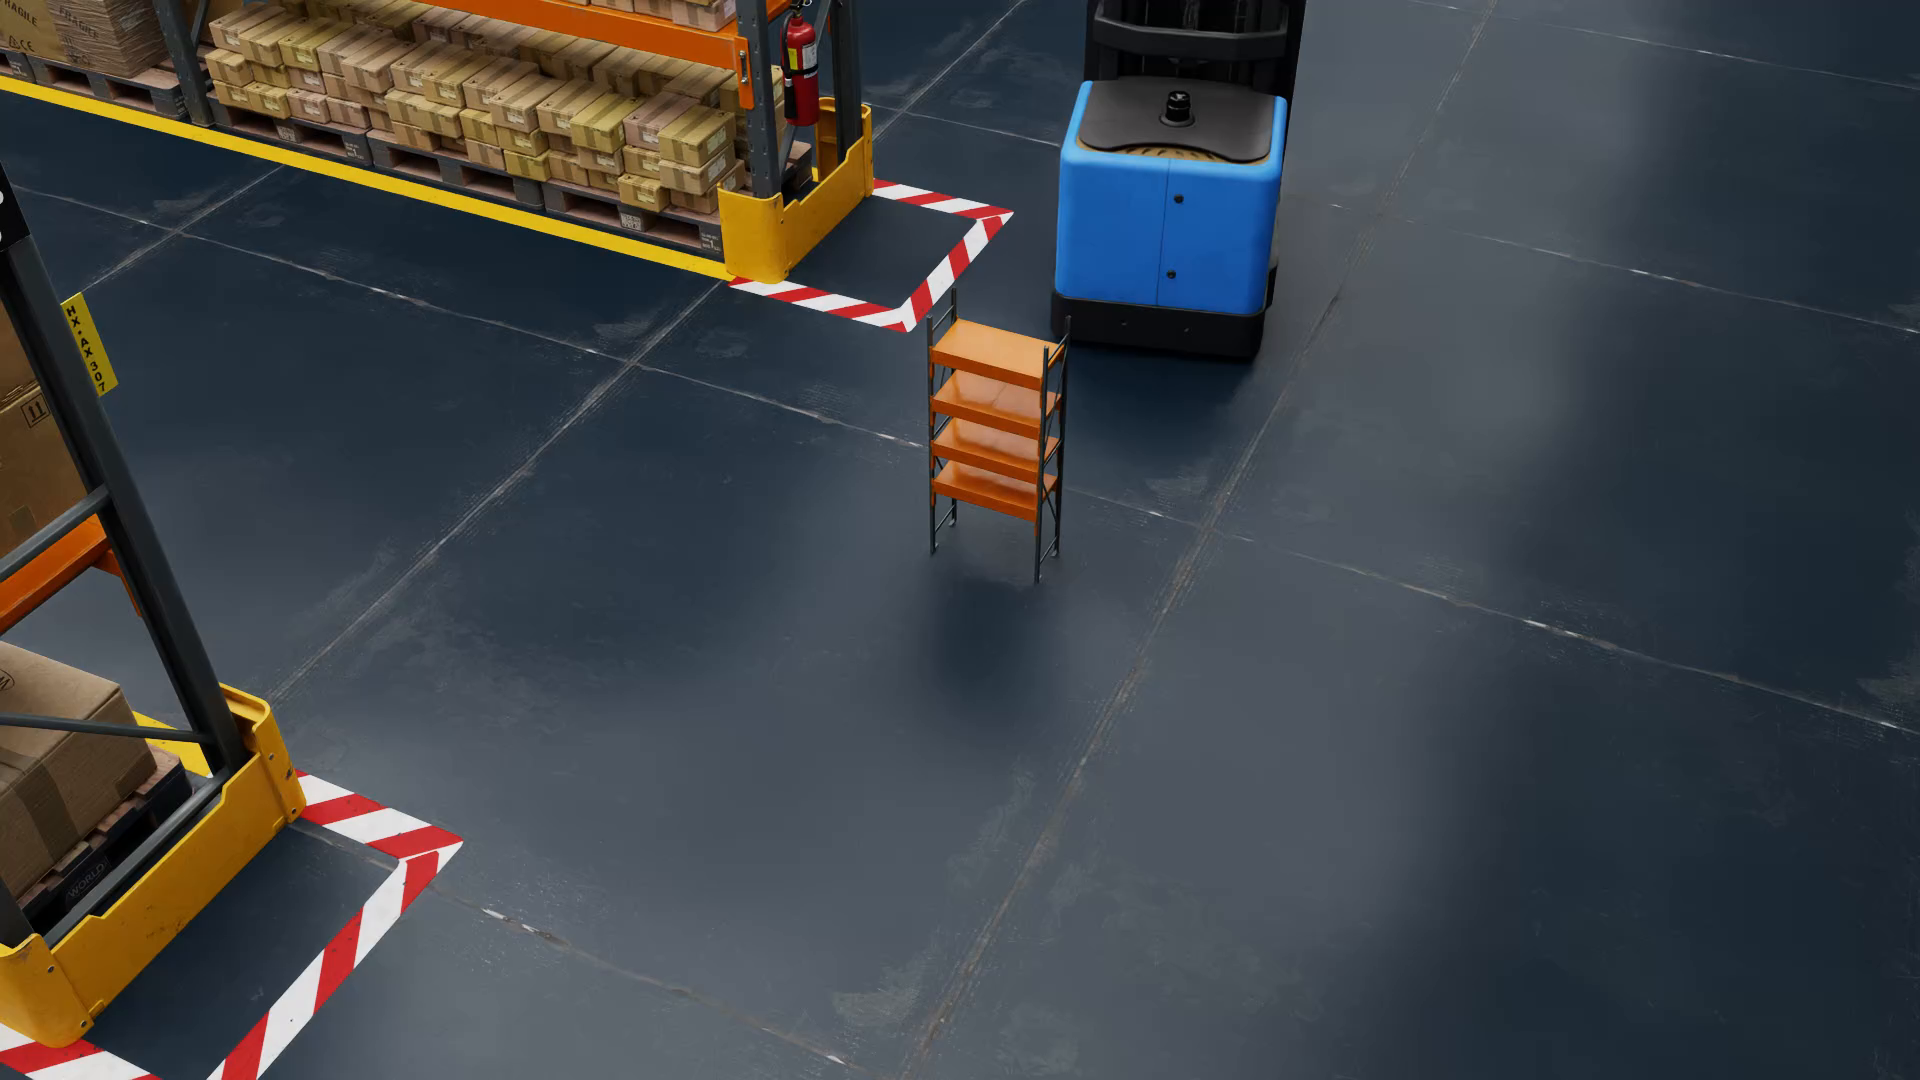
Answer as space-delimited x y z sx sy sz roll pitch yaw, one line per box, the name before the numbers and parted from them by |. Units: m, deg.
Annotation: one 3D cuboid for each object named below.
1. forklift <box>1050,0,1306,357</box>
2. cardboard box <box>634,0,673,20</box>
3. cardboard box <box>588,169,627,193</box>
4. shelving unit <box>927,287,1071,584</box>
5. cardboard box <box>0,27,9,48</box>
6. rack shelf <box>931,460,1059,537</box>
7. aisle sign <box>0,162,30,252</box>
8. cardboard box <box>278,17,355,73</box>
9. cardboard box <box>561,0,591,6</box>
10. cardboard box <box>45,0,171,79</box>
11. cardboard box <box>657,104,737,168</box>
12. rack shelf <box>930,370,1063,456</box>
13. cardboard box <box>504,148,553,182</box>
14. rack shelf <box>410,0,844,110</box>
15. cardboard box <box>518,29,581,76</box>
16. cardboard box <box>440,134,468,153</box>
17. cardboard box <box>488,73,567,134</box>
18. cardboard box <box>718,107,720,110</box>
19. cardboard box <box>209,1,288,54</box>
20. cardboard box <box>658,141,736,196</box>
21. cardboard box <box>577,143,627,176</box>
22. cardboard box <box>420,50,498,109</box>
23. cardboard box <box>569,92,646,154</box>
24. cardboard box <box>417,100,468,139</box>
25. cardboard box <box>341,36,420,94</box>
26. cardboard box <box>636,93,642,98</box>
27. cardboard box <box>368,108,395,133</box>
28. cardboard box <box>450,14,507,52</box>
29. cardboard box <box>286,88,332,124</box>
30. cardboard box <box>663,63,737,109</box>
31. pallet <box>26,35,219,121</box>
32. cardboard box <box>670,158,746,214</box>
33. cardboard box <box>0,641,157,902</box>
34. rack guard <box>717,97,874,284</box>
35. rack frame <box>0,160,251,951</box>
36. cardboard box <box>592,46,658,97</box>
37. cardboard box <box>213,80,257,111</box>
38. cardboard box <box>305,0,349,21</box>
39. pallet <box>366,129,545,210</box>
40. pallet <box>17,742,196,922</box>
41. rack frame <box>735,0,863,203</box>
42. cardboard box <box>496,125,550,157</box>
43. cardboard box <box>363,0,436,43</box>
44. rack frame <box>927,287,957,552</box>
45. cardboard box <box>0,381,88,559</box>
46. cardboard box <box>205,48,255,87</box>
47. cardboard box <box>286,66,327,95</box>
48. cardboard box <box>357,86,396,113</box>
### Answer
forklift | 1.232 -2.979 8.449 1.130 2.935 3.031 7 41 8
cardboard box | -1.433 -2.766 8.343 0.250 0.149 0.380 17 44 19
cardboard box | -1.852 -2.086 9.222 0.250 0.149 0.380 17 44 18
shelving unit | 0.150 -0.408 6.804 0.503 1.200 0.258 17 44 19
cardboard box | -6.138 -3.511 10.599 0.500 0.500 0.500 16 43 18
rack shelf | 0.150 -0.207 6.978 0.480 0.148 0.258 17 44 19
aisle sign | -2.622 -1.016 4.147 0.004 0.787 0.394 17 44 19
cardboard box | -3.734 -2.890 9.696 0.250 0.149 0.380 16 44 18
cardboard box | -1.907 -2.883 8.478 0.250 0.149 0.380 18 44 20
cardboard box | -5.210 -3.224 10.268 0.500 0.500 0.500 16 43 18
cardboard box | -1.395 -2.150 8.842 0.250 0.149 0.380 17 44 19
rack shelf | 0.150 -0.526 6.702 0.480 0.148 0.258 17 44 19
cardboard box | -2.339 -2.180 9.331 0.250 0.149 0.380 15 43 17
rack shelf | -2.621 -3.129 9.119 4.000 0.370 1.077 17 44 19
cardboard box | -2.340 -2.853 9.653 0.250 0.149 0.380 18 44 19
cardboard box | -2.776 -2.382 9.564 0.250 0.149 0.380 18 44 20
cardboard box | -2.362 -2.400 9.131 0.250 0.149 0.380 19 44 20
cardboard box | -1.399 -2.448 9.413 0.250 0.149 0.380 17 44 18
cardboard box | -4.208 -3.043 9.872 0.250 0.149 0.380 19 44 20
cardboard box | -1.407 -2.018 8.917 0.250 0.149 0.380 16 43 18
cardboard box | -1.879 -2.161 9.081 0.250 0.149 0.380 15 43 17
cardboard box | -2.803 -2.595 9.355 0.250 0.149 0.380 17 44 19
cardboard box | -1.887 -2.249 8.957 0.250 0.149 0.380 16 43 18
cardboard box | -2.839 -2.438 9.402 0.250 0.149 0.380 17 44 19
cardboard box | -3.292 -2.713 9.491 0.250 0.149 0.380 18 44 20
cardboard box | -1.844 -2.598 9.587 0.250 0.149 0.380 18 44 20
cardboard box | -3.241 -2.539 9.745 0.250 0.149 0.380 15 43 17
cardboard box | -2.787 -2.999 9.822 0.250 0.149 0.380 16 43 17
cardboard box | -3.750 -2.633 9.854 0.250 0.149 0.380 17 44 18
cardboard box | -1.440 -2.505 9.252 0.250 0.149 0.380 18 44 19
pallet | -5.139 -3.116 10.684 1.213 0.211 1.003 17 44 19
cardboard box | -1.373 -1.950 9.066 0.250 0.149 0.380 18 44 19
cardboard box | -3.450 0.805 5.667 0.875 0.438 0.875 16 43 17
rack guard | -0.877 -1.924 9.088 0.348 0.500 1.175 17 44 19
rack frame | -2.809 0.119 4.823 0.127 3.000 1.000 17 44 19
cardboard box | -1.874 -2.670 9.442 0.250 0.149 0.380 15 43 17
cardboard box | -4.239 -2.745 9.982 0.250 0.149 0.380 15 43 17
cardboard box | -3.752 -3.270 10.134 0.250 0.149 0.380 18 44 19
pallet | -2.700 -2.399 9.857 1.213 0.211 1.003 17 44 19
pallet | -3.567 0.998 5.938 1.213 0.211 1.003 17 44 19
rack frame | -0.808 -2.847 8.245 0.127 3.000 1.000 17 44 19
cardboard box | -2.353 -2.296 9.238 0.250 0.149 0.380 18 44 19
cardboard box | -3.321 -3.087 9.923 0.250 0.149 0.380 18 44 20
rack frame | -0.071 -0.475 6.882 0.015 1.200 0.240 17 44 19
cardboard box | -3.123 -0.222 5.140 0.500 0.500 0.500 17 44 18
cardboard box | -4.240 -2.858 9.886 0.250 0.149 0.380 19 44 21
cardboard box | -3.736 -2.795 9.814 0.250 0.149 0.380 17 44 18
cardboard box | -3.254 -2.629 9.622 0.250 0.149 0.380 19 44 21
